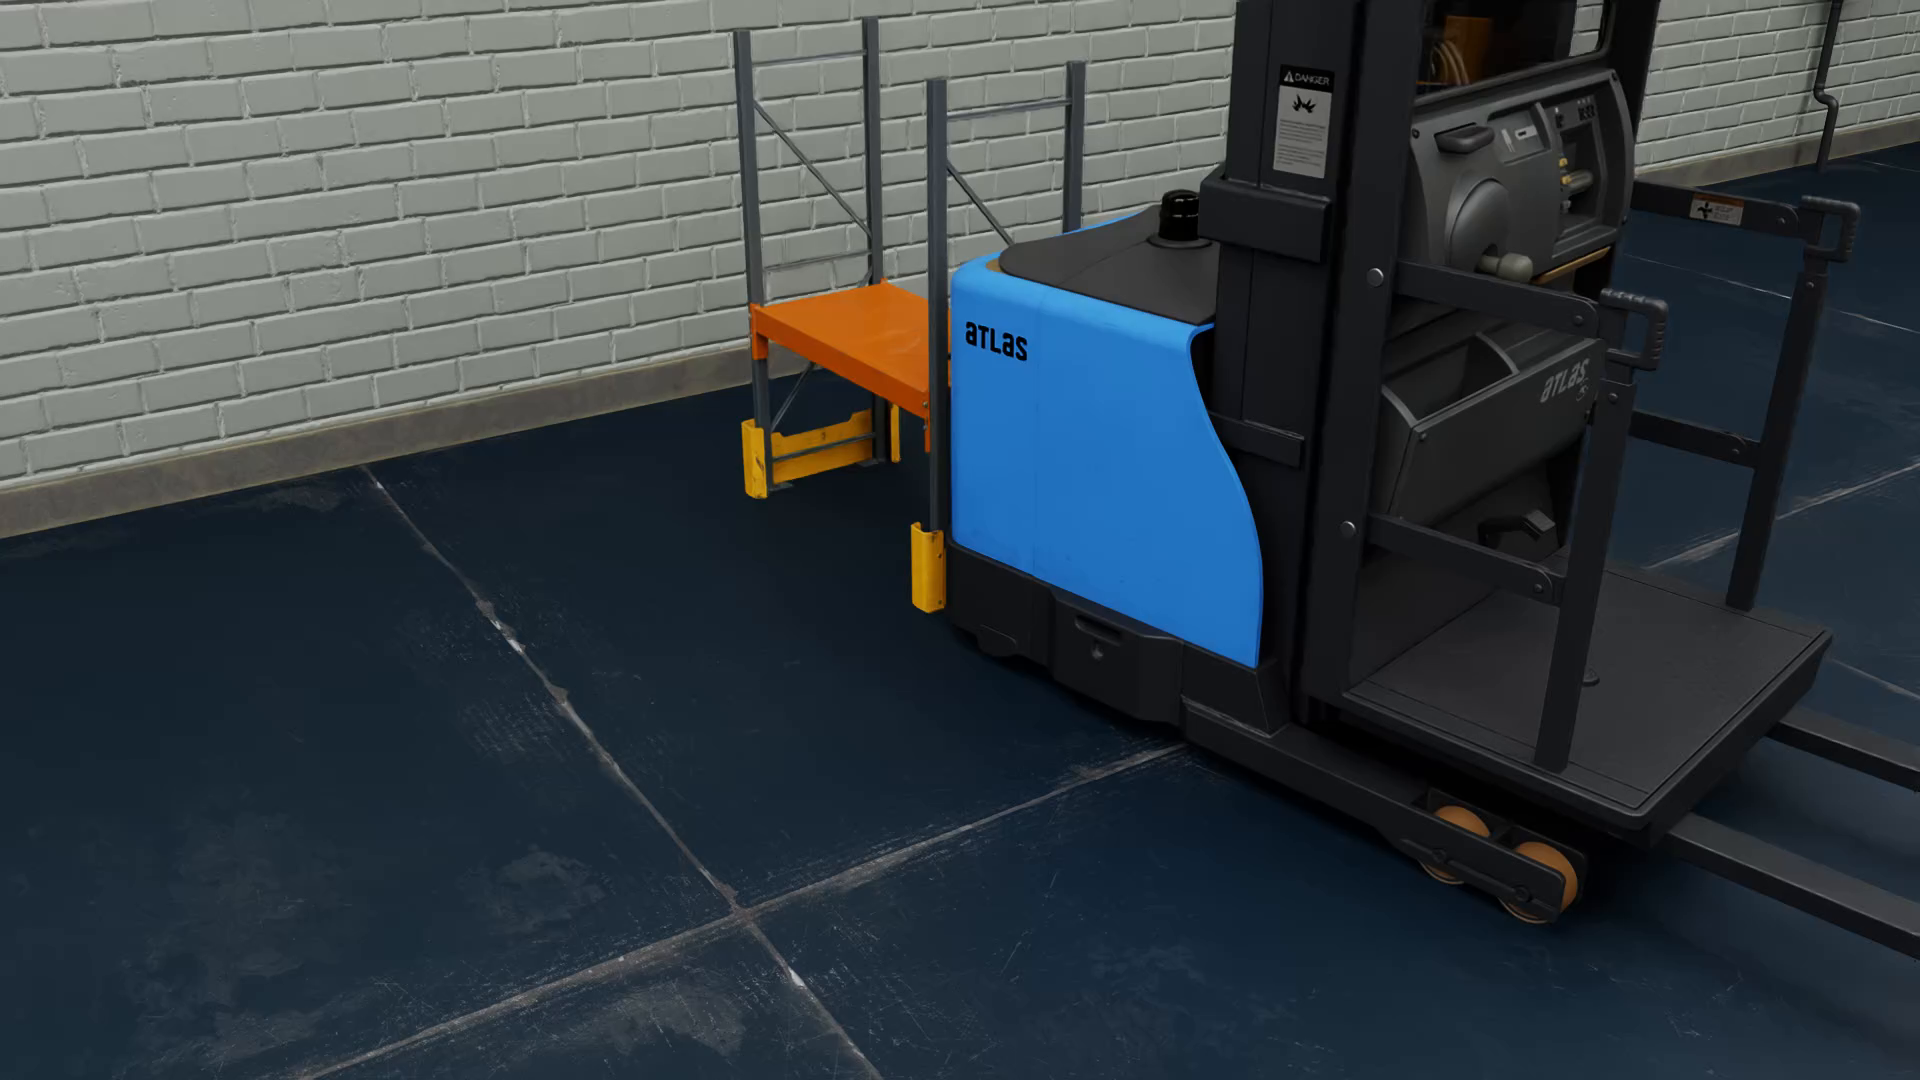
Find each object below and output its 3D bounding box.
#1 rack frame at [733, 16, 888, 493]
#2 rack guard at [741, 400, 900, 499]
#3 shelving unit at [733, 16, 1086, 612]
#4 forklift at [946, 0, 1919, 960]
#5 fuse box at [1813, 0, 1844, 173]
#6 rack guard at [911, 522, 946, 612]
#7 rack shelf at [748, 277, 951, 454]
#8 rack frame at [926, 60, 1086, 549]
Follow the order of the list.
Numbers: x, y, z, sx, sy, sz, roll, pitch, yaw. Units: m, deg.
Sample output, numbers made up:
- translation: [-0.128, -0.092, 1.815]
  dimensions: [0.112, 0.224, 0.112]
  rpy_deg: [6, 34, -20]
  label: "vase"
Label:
- translation: [-0.467, -0.900, 5.399]
  dimensions: [0.500, 1.500, 0.032]
  rpy_deg: [-17, 30, -32]
  label: "rack frame"
- translation: [-0.466, -0.334, 5.665]
  dimensions: [0.587, 0.250, 0.087]
  rpy_deg: [-17, 30, -32]
  label: "rack guard"
- translation: [-0.176, -0.727, 5.032]
  dimensions: [0.587, 1.500, 1.083]
  rpy_deg: [-17, 30, -32]
  label: "shelving unit"
- translation: [1.368, -0.764, 3.435]
  dimensions: [3.031, 2.935, 1.130]
  rpy_deg: [23, 33, 39]
  label: "forklift"
- translation: [5.151, -2.961, 9.518]
  dimensions: [0.539, 1.711, 0.414]
  rpy_deg: [-16, 29, -30]
  label: "fuse box"
- translation: [0.115, 0.011, 4.933]
  dimensions: [0.587, 0.250, 0.087]
  rpy_deg: [-17, 30, -32]
  label: "rack guard"
- translation: [-0.170, -0.561, 5.102]
  dimensions: [0.538, 0.185, 1.000]
  rpy_deg: [-17, 30, -32]
  label: "rack shelf"
- translation: [0.126, -0.547, 4.652]
  dimensions: [0.500, 1.500, 0.032]
  rpy_deg: [-17, 30, -32]
  label: "rack frame"
